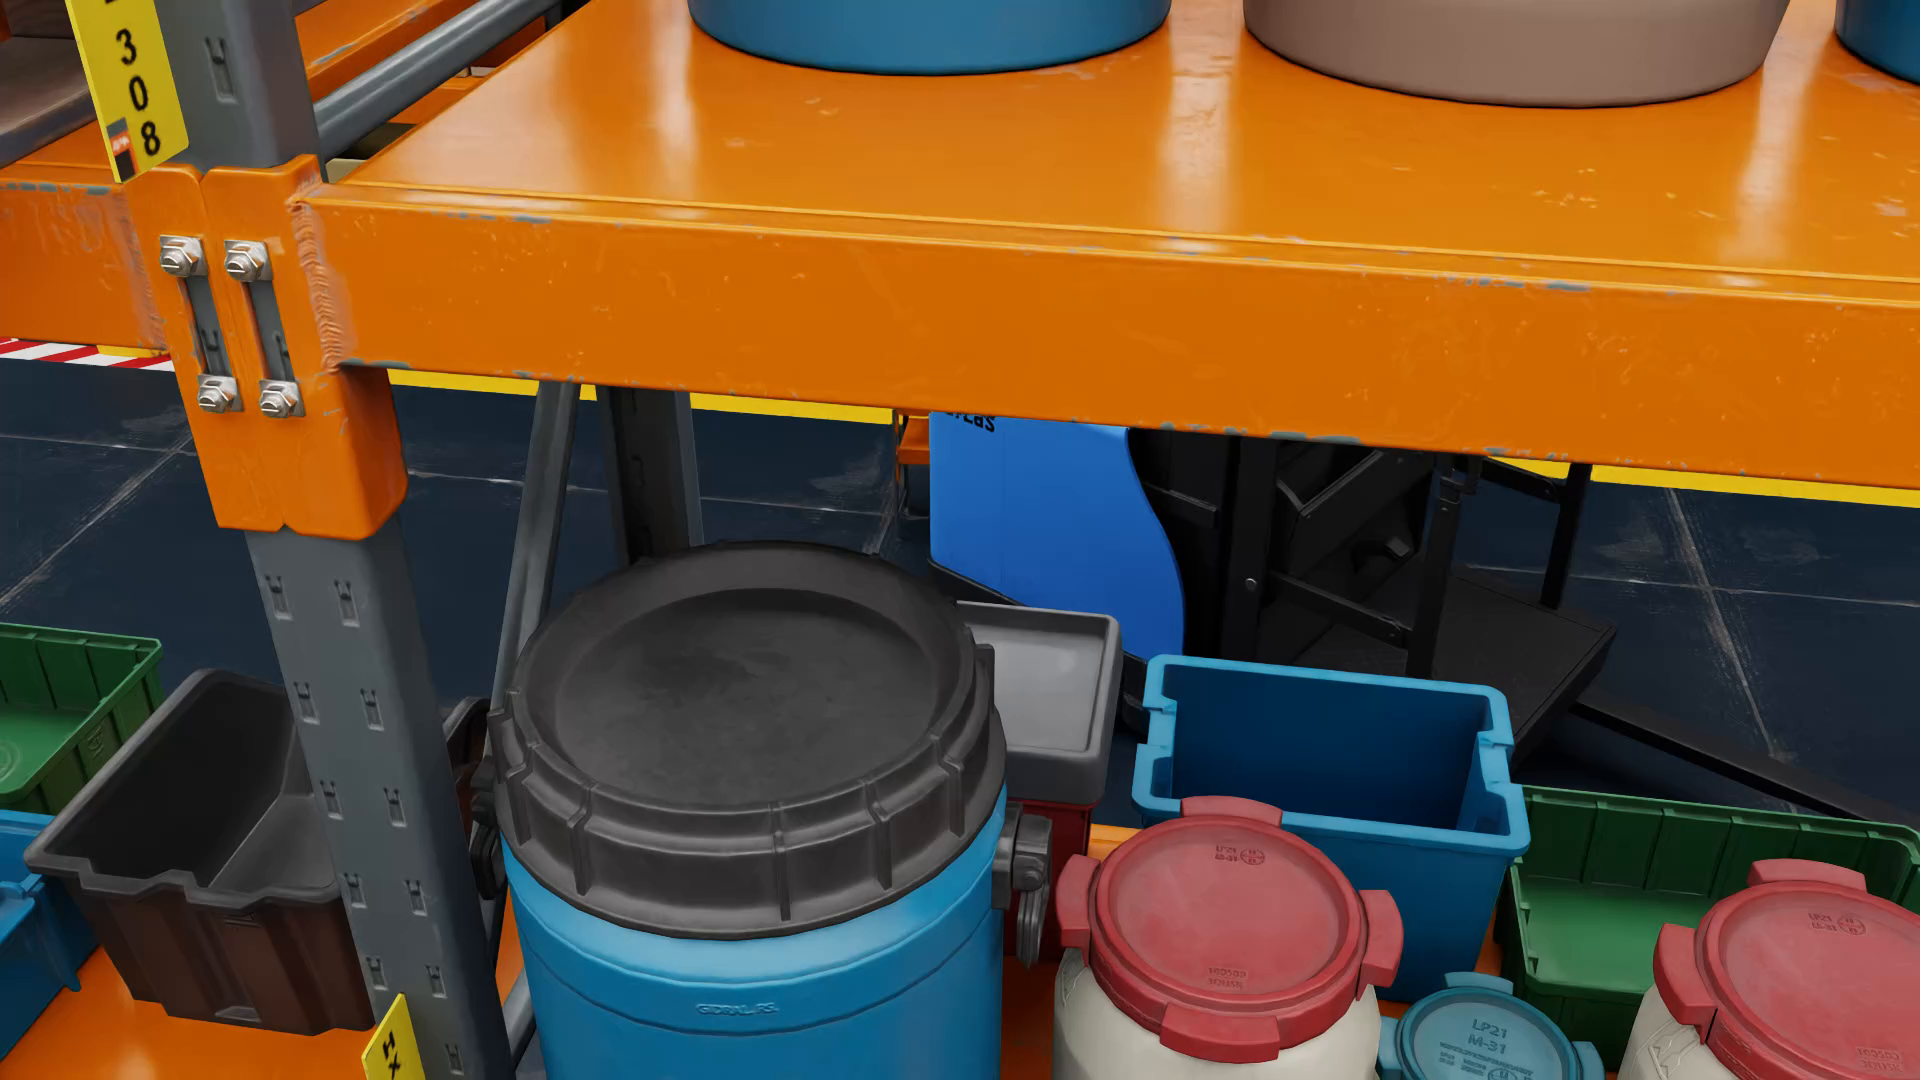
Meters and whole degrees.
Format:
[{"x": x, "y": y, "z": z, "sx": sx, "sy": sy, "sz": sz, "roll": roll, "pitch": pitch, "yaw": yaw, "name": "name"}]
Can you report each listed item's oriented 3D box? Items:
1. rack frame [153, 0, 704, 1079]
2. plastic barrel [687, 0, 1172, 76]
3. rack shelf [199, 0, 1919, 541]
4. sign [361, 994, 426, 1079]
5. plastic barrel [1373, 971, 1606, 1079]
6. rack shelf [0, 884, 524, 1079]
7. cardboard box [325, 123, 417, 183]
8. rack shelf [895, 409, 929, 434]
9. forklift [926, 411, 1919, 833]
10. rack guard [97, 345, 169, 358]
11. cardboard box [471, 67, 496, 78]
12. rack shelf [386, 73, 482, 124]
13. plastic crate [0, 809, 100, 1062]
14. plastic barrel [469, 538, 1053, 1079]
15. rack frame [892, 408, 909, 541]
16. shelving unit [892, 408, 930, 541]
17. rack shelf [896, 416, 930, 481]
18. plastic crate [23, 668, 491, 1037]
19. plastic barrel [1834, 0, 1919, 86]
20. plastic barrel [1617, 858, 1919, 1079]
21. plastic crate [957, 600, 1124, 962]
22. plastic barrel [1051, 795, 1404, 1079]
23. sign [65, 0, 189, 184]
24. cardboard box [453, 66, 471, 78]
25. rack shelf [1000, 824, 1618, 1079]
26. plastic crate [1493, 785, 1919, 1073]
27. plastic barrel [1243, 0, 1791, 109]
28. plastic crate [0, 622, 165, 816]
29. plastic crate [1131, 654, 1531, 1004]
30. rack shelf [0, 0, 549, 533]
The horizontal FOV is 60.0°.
[{"x": -0.574, "y": 0.537, "z": 2.564, "sx": 0.053, "sy": 2.616, "sz": 0.949, "roll": 5, "pitch": 32, "yaw": 8, "name": "rack frame"}, {"x": -0.036, "y": -1.016, "z": 1.747, "sx": 0.708, "sy": 0.901, "sz": 0.600, "roll": 5, "pitch": 32, "yaw": 8, "name": "plastic barrel"}, {"x": 1.398, "y": -0.252, "z": 1.677, "sx": 4.000, "sy": 0.370, "sz": 1.077, "roll": 5, "pitch": 32, "yaw": 8, "name": "rack shelf"}, {"x": -0.677, "y": 0.705, "z": 2.036, "sx": 0.005, "sy": 0.325, "sz": 0.100, "roll": 5, "pitch": 32, "yaw": 8, "name": "sign"}, {"x": 0.705, "y": 0.793, "z": 2.287, "sx": 0.301, "sy": 0.262, "sz": 0.301, "roll": 0, "pitch": 32, "yaw": 0, "name": "plastic barrel"}, {"x": -2.545, "y": 0.662, "z": 3.043, "sx": 4.000, "sy": 0.370, "sz": 1.077, "roll": 5, "pitch": 32, "yaw": 8, "name": "rack shelf"}, {"x": -2.695, "y": -1.534, "z": 7.363, "sx": 0.500, "sy": 0.500, "sz": 0.500, "roll": 5, "pitch": 32, "yaw": 8, "name": "cardboard box"}, {"x": 0.021, "y": -0.494, "z": 6.035, "sx": 0.480, "sy": 0.148, "sz": 0.258, "roll": 4, "pitch": 32, "yaw": 7, "name": "rack shelf"}, {"x": 1.338, "y": -0.621, "z": 4.479, "sx": 3.031, "sy": 2.935, "sz": 1.130, "roll": 24, "pitch": 39, "yaw": 33, "name": "forklift"}, {"x": -3.703, "y": -1.354, "z": 7.942, "sx": 0.348, "sy": 0.500, "sz": 1.175, "roll": 5, "pitch": 32, "yaw": 8, "name": "rack guard"}, {"x": -1.695, "y": -2.269, "z": 6.953, "sx": 0.500, "sy": 0.500, "sz": 0.700, "roll": 6, "pitch": 33, "yaw": 10, "name": "cardboard box"}, {"x": -1.708, "y": -1.928, "z": 7.181, "sx": 4.000, "sy": 0.370, "sz": 1.077, "roll": 5, "pitch": 32, "yaw": 8, "name": "rack shelf"}, {"x": -1.710, "y": 0.642, "z": 2.537, "sx": 0.616, "sy": 0.251, "sz": 0.499, "roll": 5, "pitch": 32, "yaw": 8, "name": "plastic crate"}, {"x": -0.244, "y": 0.516, "z": 2.126, "sx": 0.708, "sy": 0.901, "sz": 0.600, "roll": 5, "pitch": 32, "yaw": 8, "name": "plastic barrel"}, {"x": -0.220, "y": -0.569, "z": 6.027, "sx": 0.015, "sy": 1.200, "sz": 0.240, "roll": 4, "pitch": 32, "yaw": 7, "name": "rack frame"}, {"x": 0.021, "y": -0.551, "z": 5.999, "sx": 0.503, "sy": 1.200, "sz": 0.258, "roll": 4, "pitch": 32, "yaw": 7, "name": "shelving unit"}, {"x": 0.021, "y": -0.325, "z": 6.140, "sx": 0.480, "sy": 0.148, "sz": 0.258, "roll": 4, "pitch": 32, "yaw": 7, "name": "rack shelf"}, {"x": -1.068, "y": 0.449, "z": 2.764, "sx": 0.504, "sy": 0.338, "sz": 0.767, "roll": 5, "pitch": 32, "yaw": 8, "name": "plastic crate"}, {"x": 1.254, "y": -0.900, "z": 1.560, "sx": 0.708, "sy": 0.901, "sz": 0.600, "roll": 5, "pitch": 32, "yaw": 8, "name": "plastic barrel"}, {"x": 1.056, "y": 0.744, "z": 2.107, "sx": 0.433, "sy": 0.535, "sz": 0.433, "roll": 0, "pitch": 32, "yaw": 0, "name": "plastic barrel"}, {"x": -0.045, "y": 0.392, "z": 2.737, "sx": 0.583, "sy": 0.464, "sz": 0.402, "roll": 5, "pitch": 32, "yaw": 8, "name": "plastic crate"}, {"x": 0.333, "y": 0.678, "z": 2.211, "sx": 0.433, "sy": 0.535, "sz": 0.433, "roll": 0, "pitch": 32, "yaw": 0, "name": "plastic barrel"}, {"x": -0.677, "y": -0.453, "z": 1.311, "sx": 0.005, "sy": 0.325, "sz": 0.100, "roll": 5, "pitch": 32, "yaw": 8, "name": "sign"}, {"x": -2.214, "y": -2.314, "z": 7.025, "sx": 0.500, "sy": 0.500, "sz": 0.700, "roll": 5, "pitch": 32, "yaw": 9, "name": "cardboard box"}, {"x": 1.398, "y": 1.019, "z": 2.473, "sx": 4.000, "sy": 0.370, "sz": 1.077, "roll": 5, "pitch": 32, "yaw": 8, "name": "rack shelf"}, {"x": 1.191, "y": 0.633, "z": 2.611, "sx": 0.662, "sy": 0.188, "sz": 0.450, "roll": 5, "pitch": 32, "yaw": 8, "name": "plastic crate"}, {"x": 0.609, "y": -0.958, "z": 1.654, "sx": 0.600, "sy": 0.901, "sz": 0.600, "roll": 0, "pitch": 32, "yaw": 0, "name": "plastic barrel"}, {"x": -1.864, "y": 0.357, "z": 3.053, "sx": 0.662, "sy": 0.188, "sz": 0.450, "roll": 5, "pitch": 32, "yaw": 8, "name": "plastic crate"}, {"x": 0.566, "y": 0.478, "z": 2.674, "sx": 0.575, "sy": 0.384, "sz": 0.392, "roll": 5, "pitch": 32, "yaw": 8, "name": "plastic crate"}, {"x": -2.545, "y": -0.609, "z": 2.247, "sx": 4.000, "sy": 0.370, "sz": 1.077, "roll": 5, "pitch": 32, "yaw": 8, "name": "rack shelf"}]
